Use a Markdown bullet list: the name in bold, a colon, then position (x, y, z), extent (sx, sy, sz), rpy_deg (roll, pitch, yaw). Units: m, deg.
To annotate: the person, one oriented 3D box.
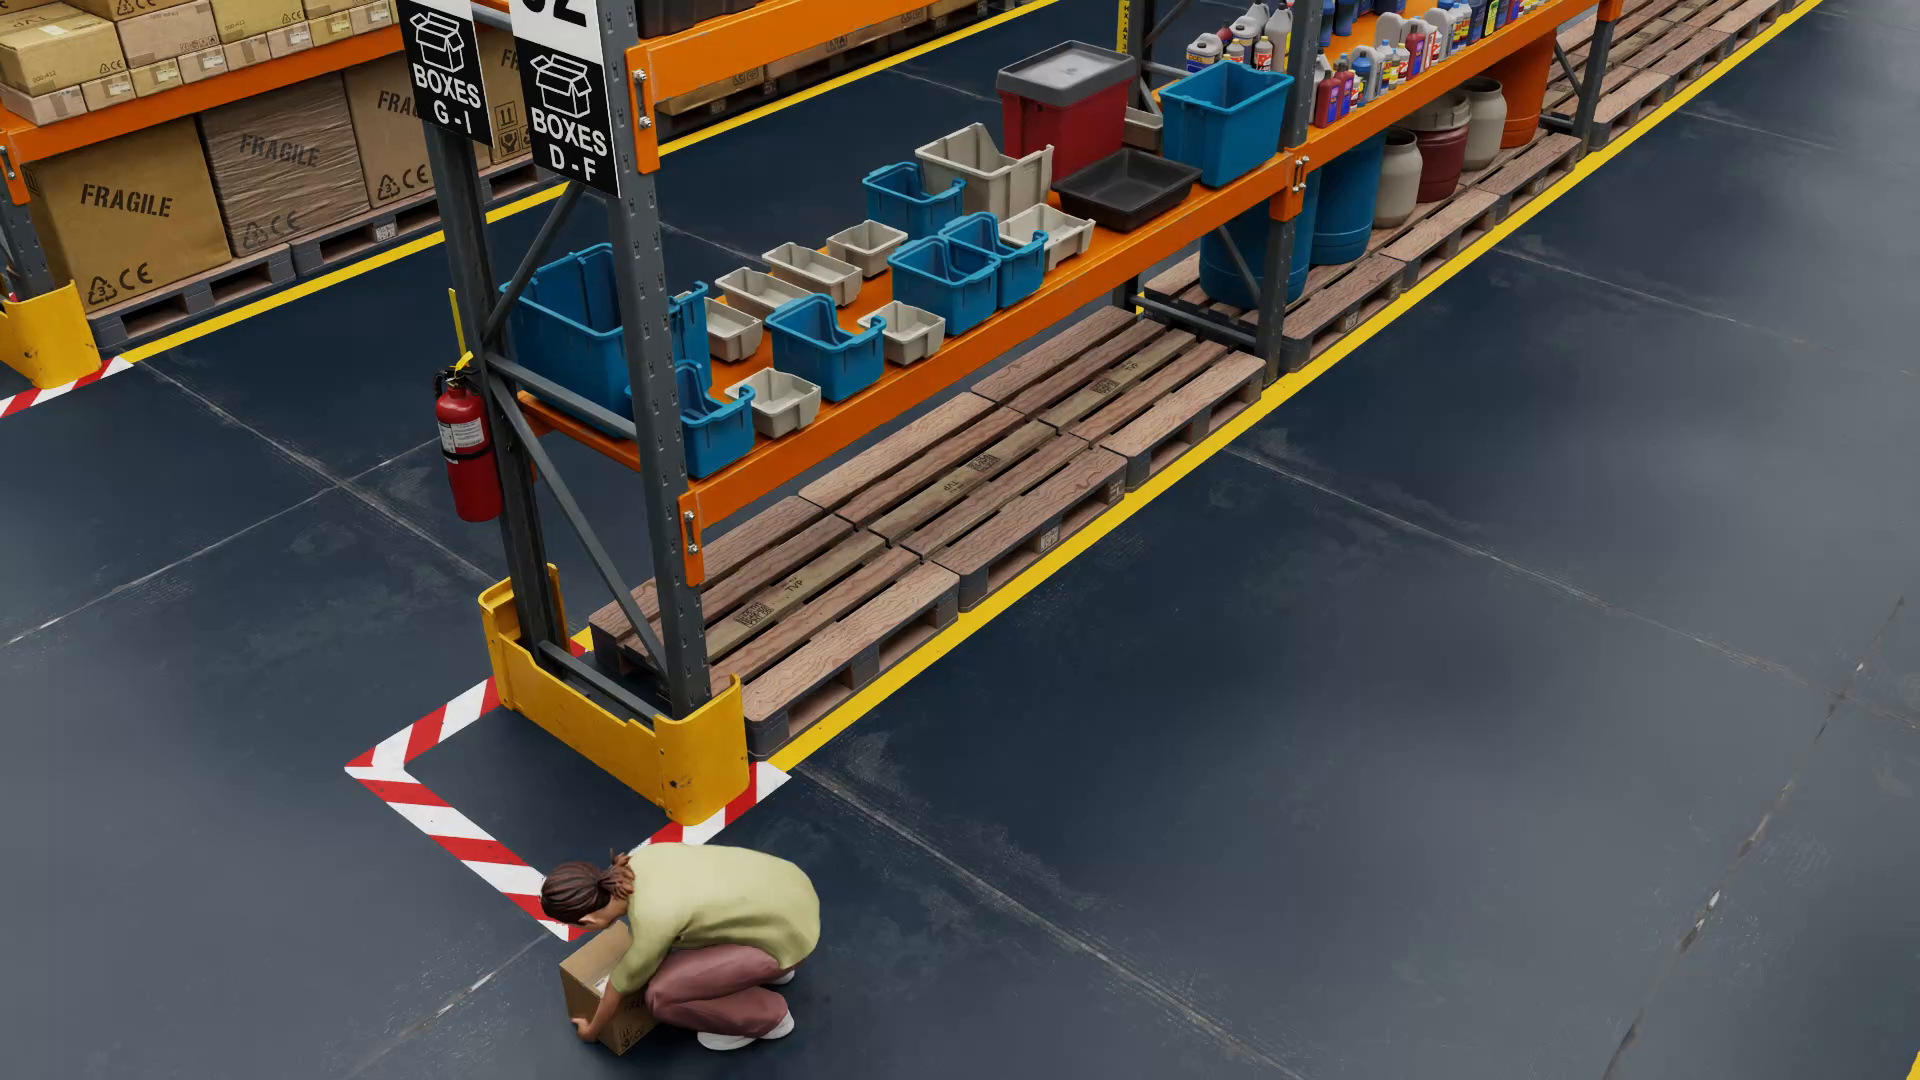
- **person**: position (-0.853, 1.259, 5.228), extent (0.832, 0.805, 0.476), rpy_deg (-3, 35, -4)
